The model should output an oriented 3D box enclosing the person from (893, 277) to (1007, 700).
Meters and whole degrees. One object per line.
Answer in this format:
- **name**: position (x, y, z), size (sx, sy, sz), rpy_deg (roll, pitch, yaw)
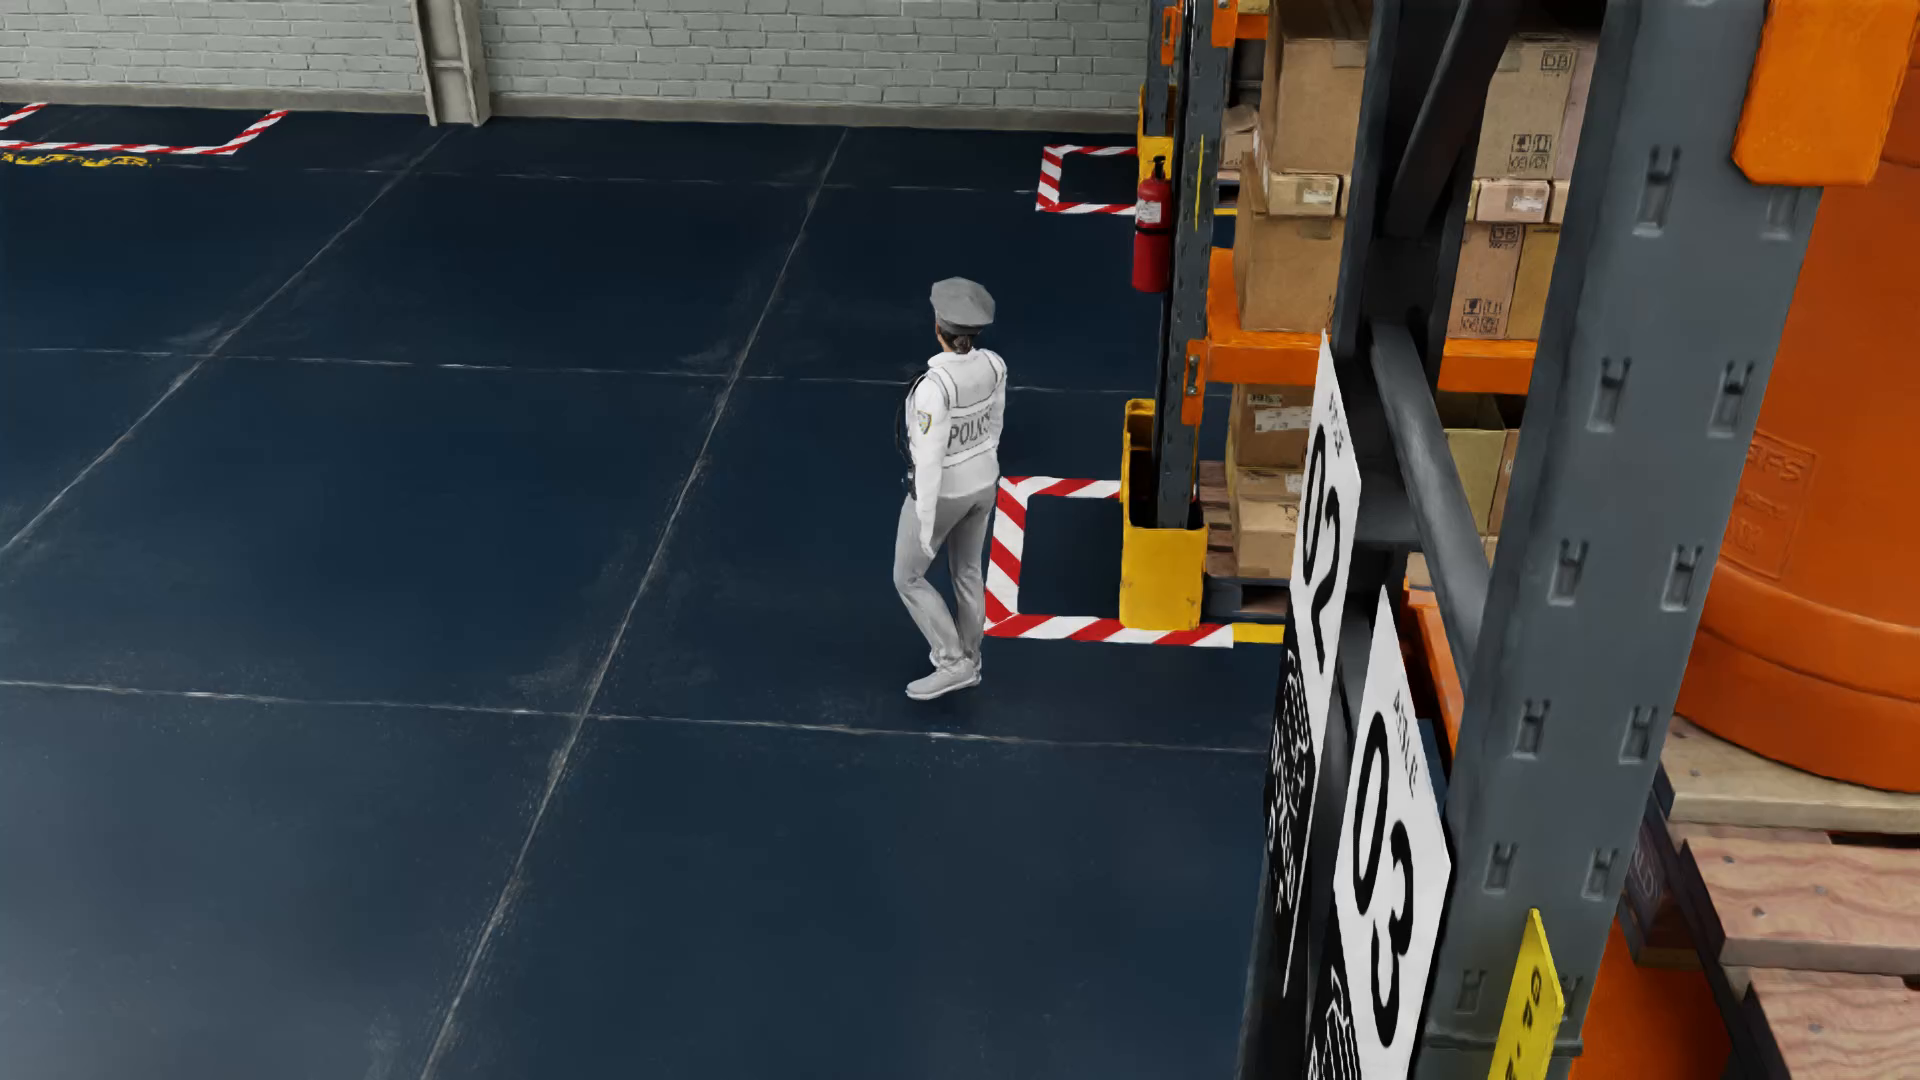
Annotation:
- **person**: position (-0.023, -0.159, 6.358), size (0.447, 1.670, 0.593), rpy_deg (28, 41, 36)
